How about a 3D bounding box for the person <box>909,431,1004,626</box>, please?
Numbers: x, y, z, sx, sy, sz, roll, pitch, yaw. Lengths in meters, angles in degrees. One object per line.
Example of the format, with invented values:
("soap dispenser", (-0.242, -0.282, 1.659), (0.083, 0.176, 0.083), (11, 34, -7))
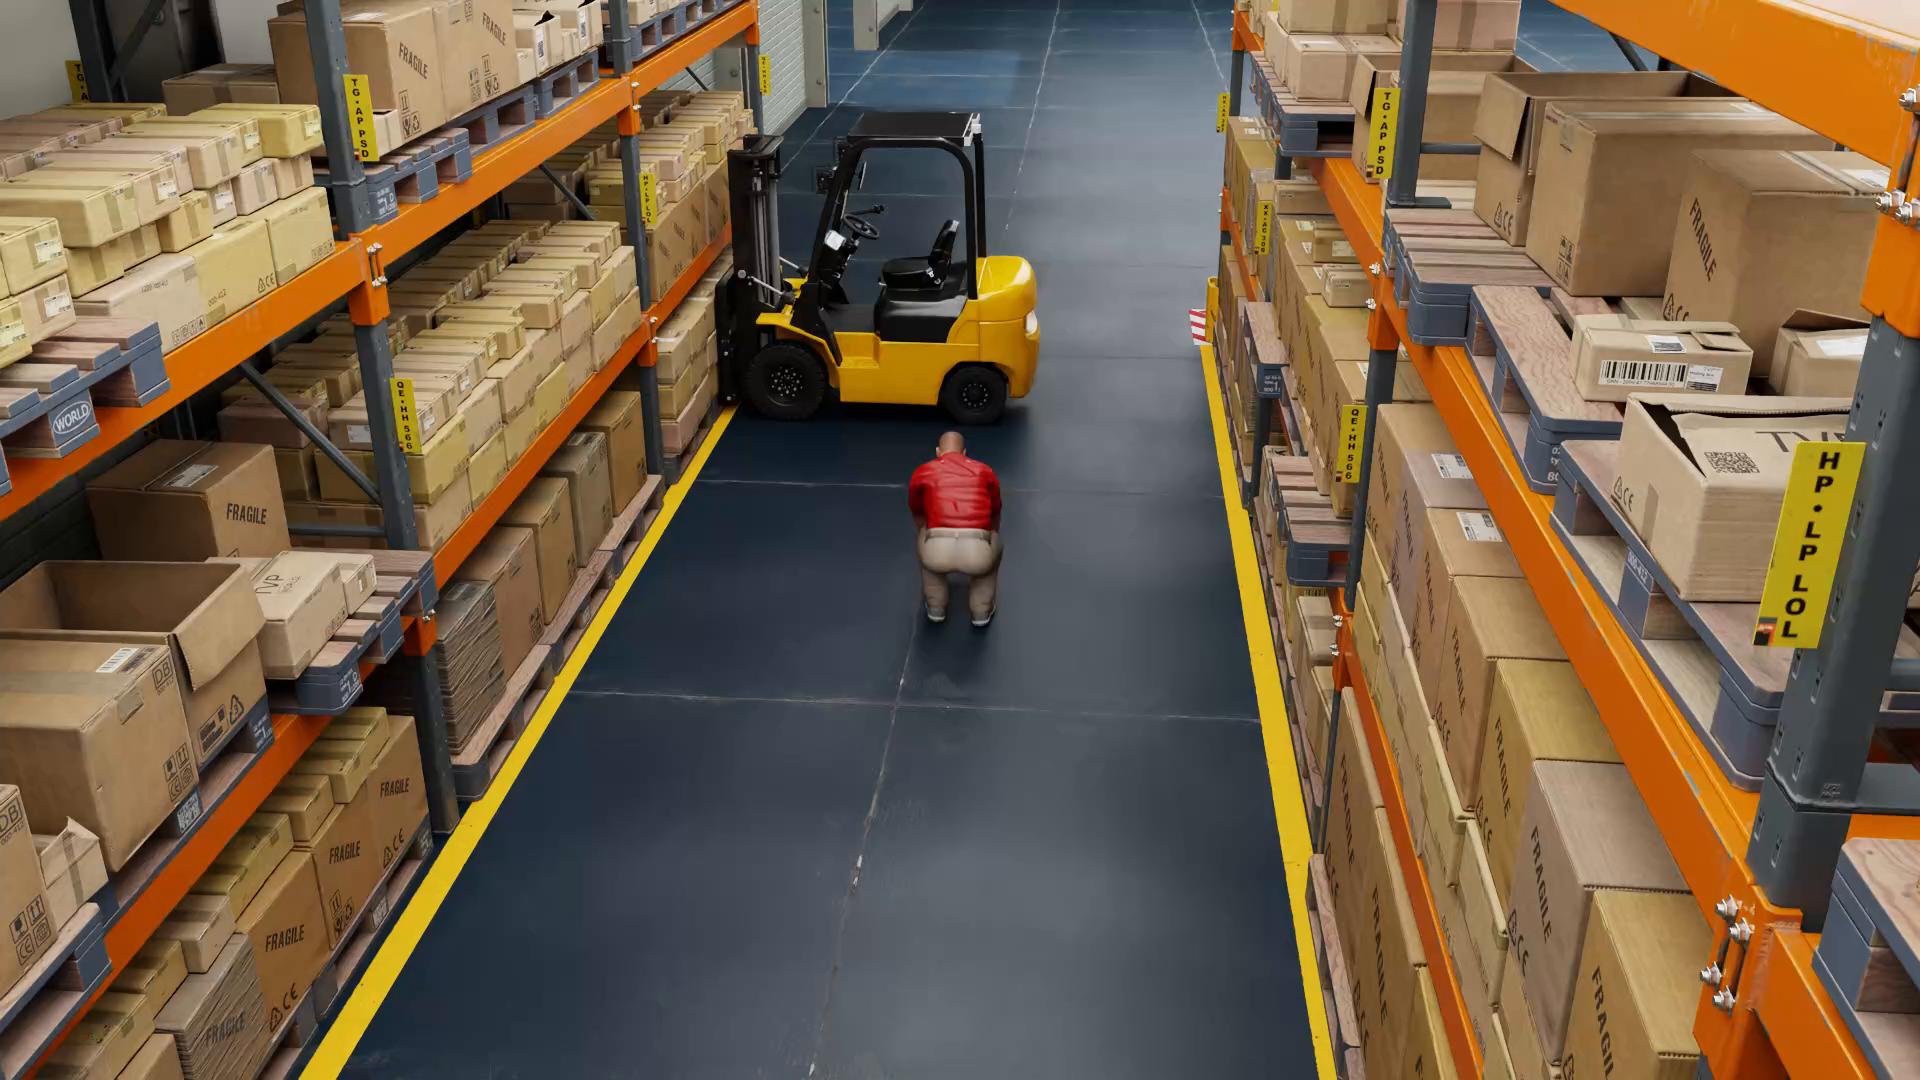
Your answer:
("person", (-0.025, -0.084, 9.711), (0.568, 0.992, 0.765), (2, 24, 4))
